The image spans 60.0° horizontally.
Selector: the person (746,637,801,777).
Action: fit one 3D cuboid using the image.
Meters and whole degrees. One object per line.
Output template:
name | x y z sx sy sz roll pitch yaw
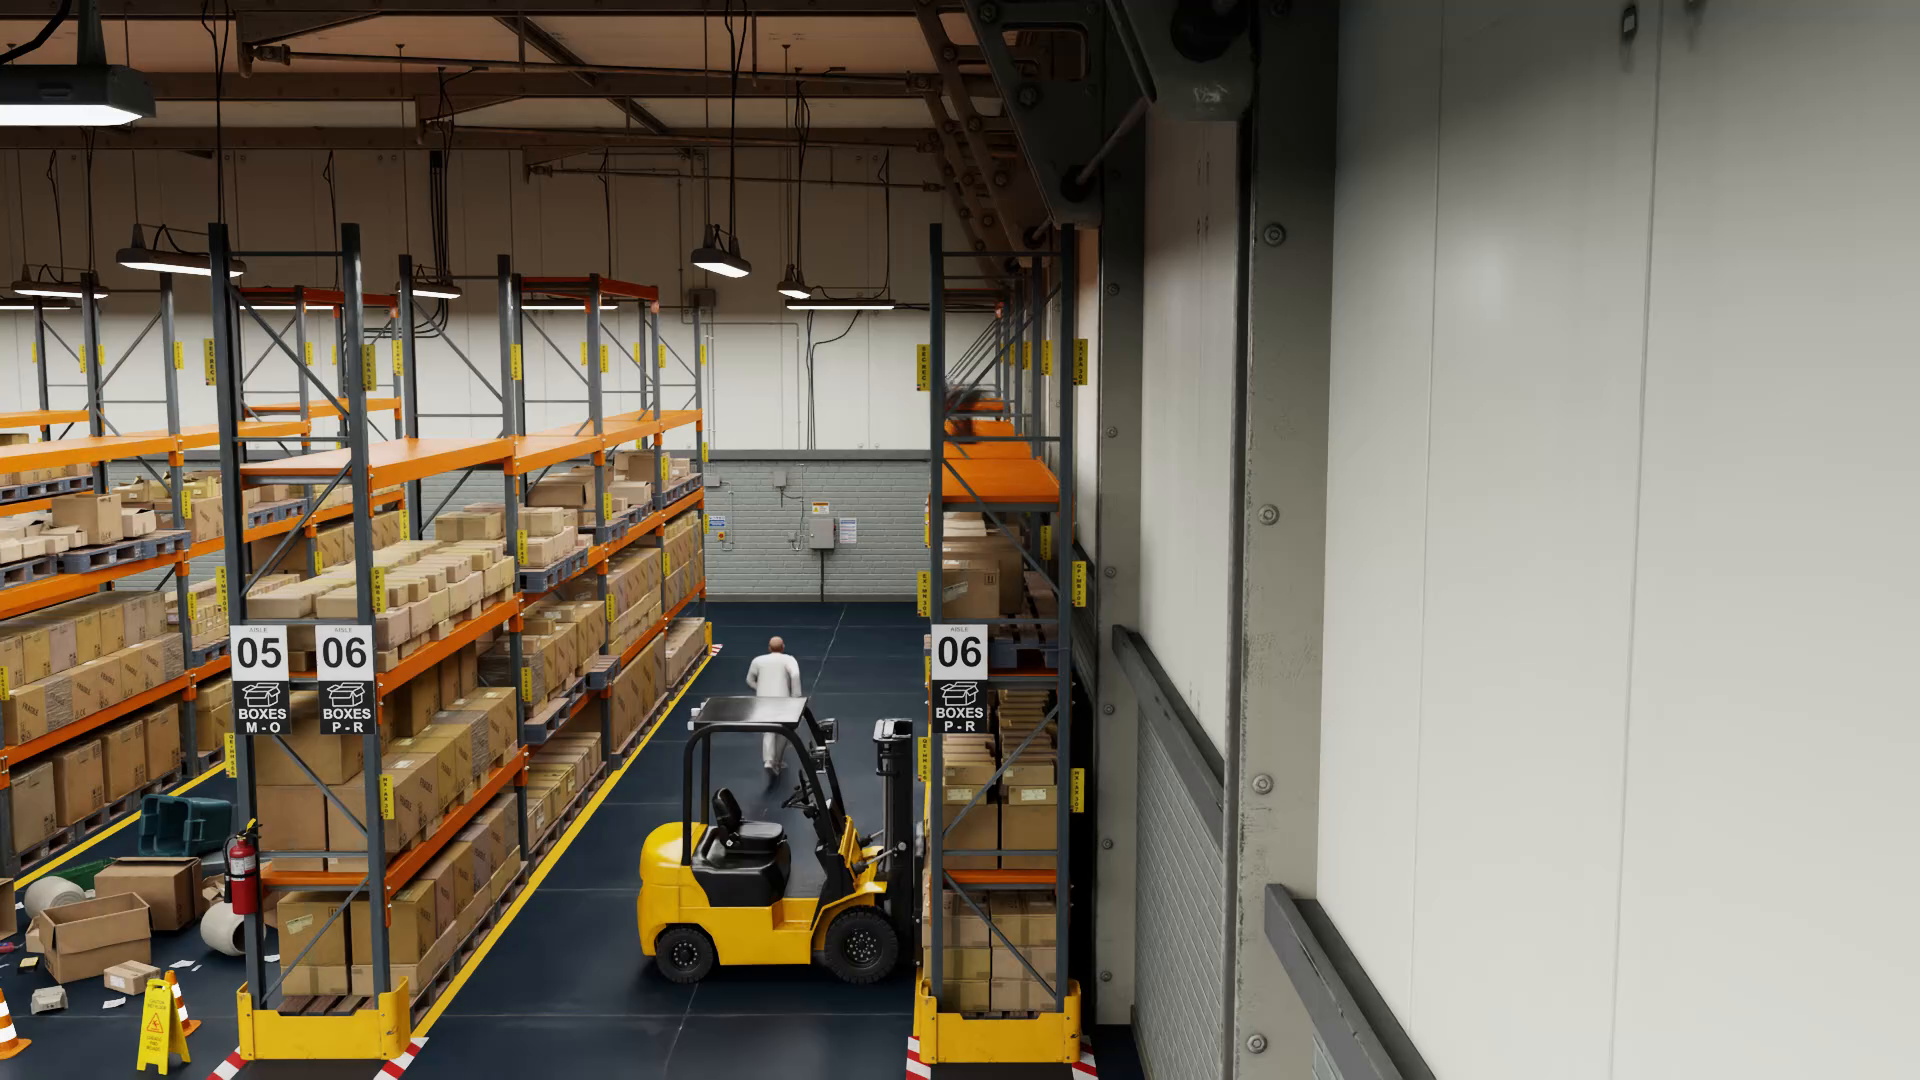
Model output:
person | -2.274 2.041 19.943 0.705 1.627 1.114 1 7 5
